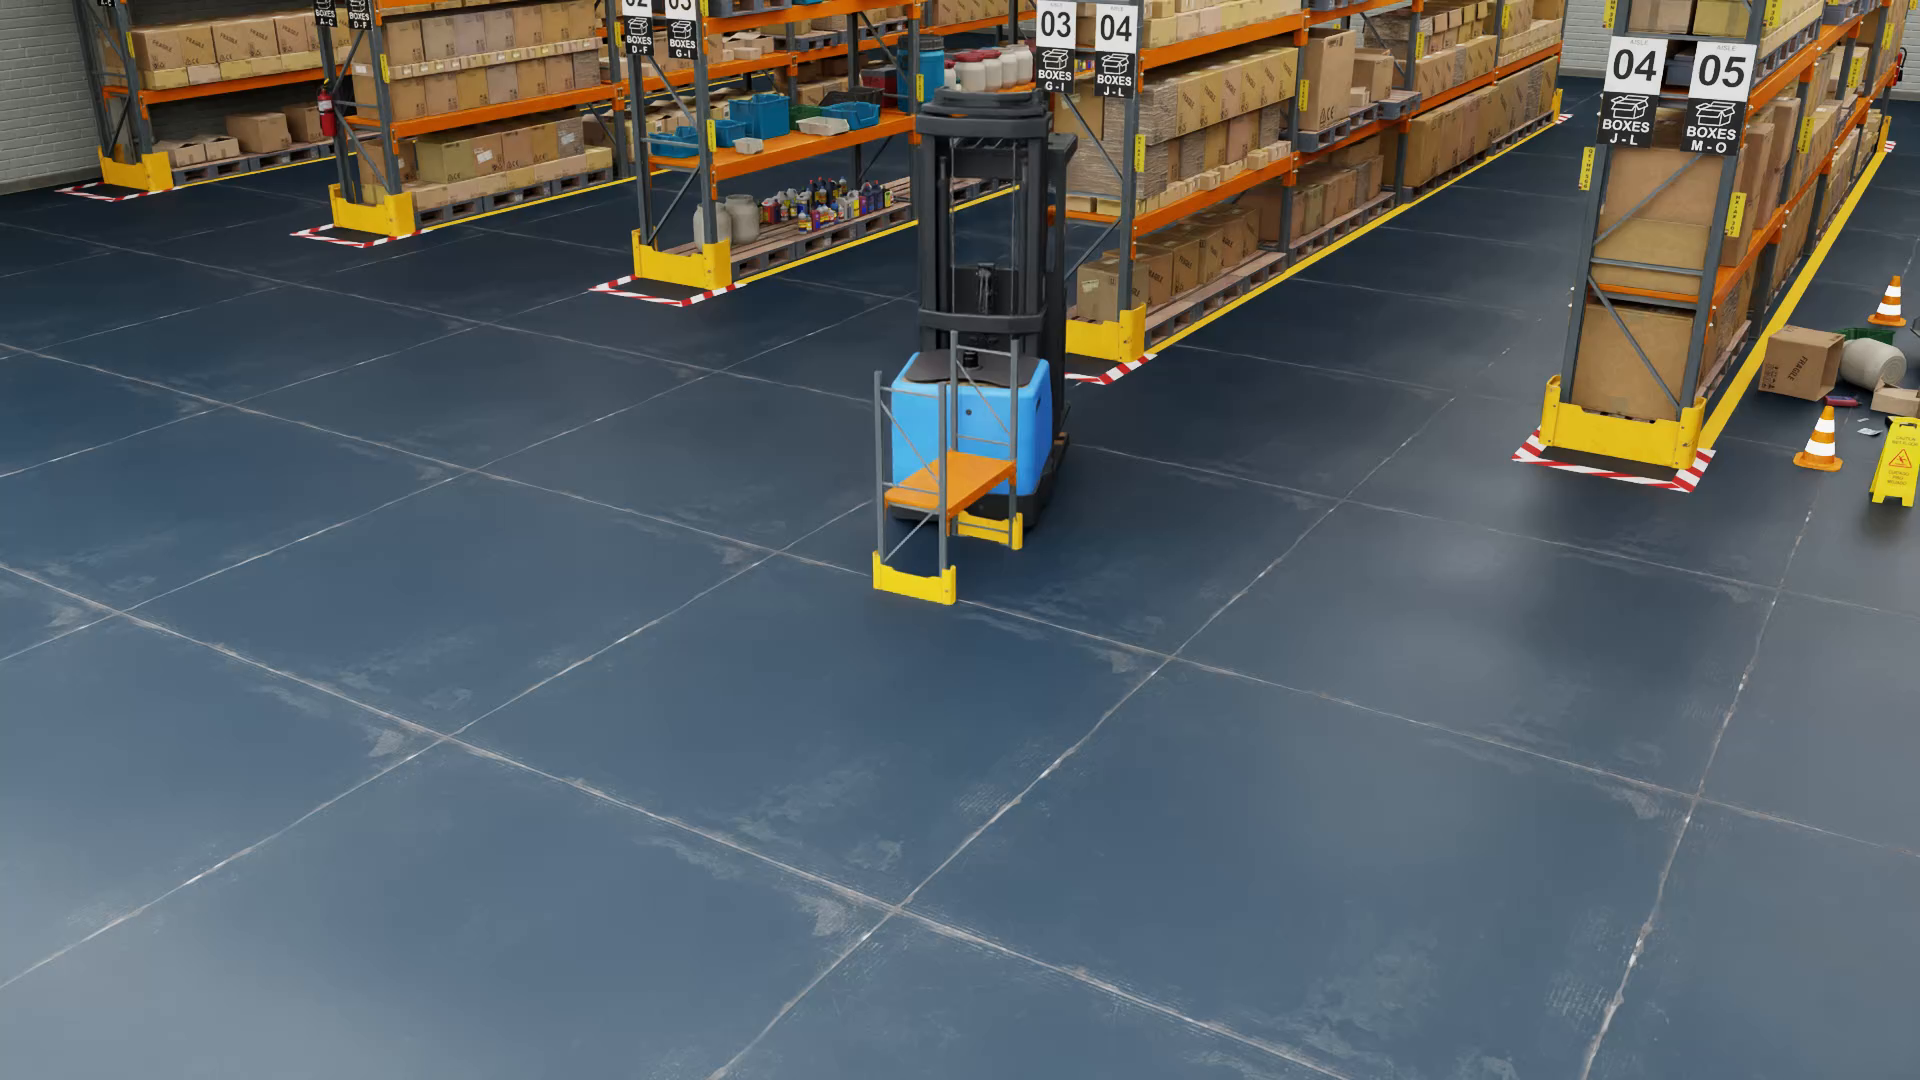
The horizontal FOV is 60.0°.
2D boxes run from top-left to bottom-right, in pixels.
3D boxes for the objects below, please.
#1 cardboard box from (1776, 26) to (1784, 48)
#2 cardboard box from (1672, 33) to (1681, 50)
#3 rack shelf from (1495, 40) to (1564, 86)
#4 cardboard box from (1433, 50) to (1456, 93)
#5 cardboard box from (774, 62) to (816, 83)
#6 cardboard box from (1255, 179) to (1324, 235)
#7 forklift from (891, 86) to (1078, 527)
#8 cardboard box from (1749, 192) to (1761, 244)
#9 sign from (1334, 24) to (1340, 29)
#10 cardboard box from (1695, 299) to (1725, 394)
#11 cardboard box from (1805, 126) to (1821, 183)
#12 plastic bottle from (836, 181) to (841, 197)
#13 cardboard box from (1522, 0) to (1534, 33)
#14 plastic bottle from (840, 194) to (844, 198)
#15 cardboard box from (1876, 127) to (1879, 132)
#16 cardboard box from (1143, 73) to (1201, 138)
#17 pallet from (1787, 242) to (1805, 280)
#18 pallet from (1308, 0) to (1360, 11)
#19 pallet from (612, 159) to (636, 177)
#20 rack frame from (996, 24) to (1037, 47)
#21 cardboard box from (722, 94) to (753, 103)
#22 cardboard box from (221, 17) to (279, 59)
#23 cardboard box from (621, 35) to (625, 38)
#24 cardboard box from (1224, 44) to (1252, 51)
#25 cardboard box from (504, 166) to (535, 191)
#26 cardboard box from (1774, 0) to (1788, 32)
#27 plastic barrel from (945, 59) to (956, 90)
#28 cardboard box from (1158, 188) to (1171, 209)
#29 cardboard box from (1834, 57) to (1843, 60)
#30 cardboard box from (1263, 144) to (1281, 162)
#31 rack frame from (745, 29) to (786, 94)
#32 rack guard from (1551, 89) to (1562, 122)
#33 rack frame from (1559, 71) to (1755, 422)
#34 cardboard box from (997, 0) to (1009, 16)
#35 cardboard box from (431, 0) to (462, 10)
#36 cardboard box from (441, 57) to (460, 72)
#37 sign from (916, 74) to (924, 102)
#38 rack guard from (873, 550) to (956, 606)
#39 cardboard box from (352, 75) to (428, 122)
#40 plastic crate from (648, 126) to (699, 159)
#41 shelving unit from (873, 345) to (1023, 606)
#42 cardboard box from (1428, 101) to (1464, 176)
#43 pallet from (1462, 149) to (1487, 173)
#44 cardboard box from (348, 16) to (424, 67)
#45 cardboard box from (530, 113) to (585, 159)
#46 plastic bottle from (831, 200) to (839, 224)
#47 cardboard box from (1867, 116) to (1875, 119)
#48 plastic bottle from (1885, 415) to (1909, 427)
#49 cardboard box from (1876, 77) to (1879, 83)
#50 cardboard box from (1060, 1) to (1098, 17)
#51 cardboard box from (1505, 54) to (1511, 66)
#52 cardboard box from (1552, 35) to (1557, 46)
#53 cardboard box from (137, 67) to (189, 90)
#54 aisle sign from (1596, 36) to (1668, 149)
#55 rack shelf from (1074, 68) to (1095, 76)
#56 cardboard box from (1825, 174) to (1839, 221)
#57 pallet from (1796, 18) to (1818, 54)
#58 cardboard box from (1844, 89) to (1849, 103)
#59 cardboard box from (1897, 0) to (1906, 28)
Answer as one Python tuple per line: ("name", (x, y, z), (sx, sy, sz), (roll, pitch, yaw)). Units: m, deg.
("cardboard box", (6.157, -3.912, 12.898), (0.380, 0.149, 0.250), (14, 27, 29))
("cardboard box", (5.326, -3.876, 12.813), (0.380, 0.149, 0.250), (14, 27, 29))
("rack shelf", (8.529, -7.576, 26.381), (1.077, 0.370, 4.000), (14, 27, 29))
("cardboard box", (6.389, -6.382, 22.592), (0.500, 0.500, 0.500), (13, 27, 28))
("cardboard box", (-2.730, -7.742, 27.507), (0.500, 0.250, 0.500), (15, 28, 31))
("cardboard box", (3.864, -3.946, 19.682), (0.700, 0.500, 0.500), (14, 27, 29))
("forklift", (0.276, -1.990, 12.658), (1.130, 2.935, 3.031), (4, 24, 10))
("cardboard box", (6.380, -2.852, 14.373), (0.875, 0.550, 0.500), (14, 27, 29))
("sign", (4.891, -6.528, 21.596), (0.100, 0.325, 0.005), (14, 27, 29))
("cardboard box", (6.068, -1.865, 14.429), (0.875, 0.875, 0.875), (13, 27, 28))
("cardboard box", (8.452, -3.963, 17.004), (0.500, 0.500, 0.500), (14, 27, 29))
("plastic bottle", (-1.551, -4.372, 20.939), (0.061, 0.283, 0.133), (14, 27, 29))
("cardboard box", (8.481, -8.092, 25.538), (0.500, 0.500, 0.500), (13, 27, 27))
("plastic bottle", (-1.421, -4.086, 20.278), (0.061, 0.283, 0.133), (14, 27, 29))
("cardboard box", (13.708, -6.291, 25.191), (0.380, 0.149, 0.250), (13, 27, 28))
("cardboard box", (1.935, -4.118, 15.728), (0.500, 0.500, 0.500), (14, 27, 29))
("pallet", (9.045, -3.278, 19.056), (1.003, 0.211, 1.213), (14, 27, 29))
("pallet", (3.670, -6.008, 18.312), (1.213, 0.211, 1.003), (14, 27, 29))
("pallet", (-4.805, -5.586, 24.387), (1.003, 0.211, 1.213), (14, 27, 29))
("rack frame", (1.170, -10.659, 32.595), (1.000, 3.000, 0.127), (14, 27, 29))
("cardboard box", (-3.386, -6.742, 25.774), (0.500, 0.311, 0.500), (13, 27, 28))
("cardboard box", (-10.164, -7.192, 23.808), (0.500, 0.500, 0.500), (15, 27, 31))
("cardboard box", (-5.849, -9.004, 30.951), (0.750, 0.750, 0.750), (15, 27, 31))
("cardboard box", (2.801, -5.074, 17.936), (0.500, 0.500, 0.500), (14, 27, 29))
("cardboard box", (-6.006, -4.830, 22.063), (0.500, 0.250, 0.500), (14, 27, 29))
("cardboard box", (6.044, -4.071, 12.763), (0.500, 0.250, 0.500), (13, 27, 28))
("plastic barrel", (-0.263, -5.909, 21.452), (0.433, 0.535, 0.433), (0, 23, 0))
("cardboard box", (1.790, -3.274, 15.853), (0.380, 0.149, 0.250), (14, 27, 29))
("cardboard box", (10.900, -5.892, 20.624), (0.380, 0.149, 0.250), (13, 26, 27))
("cardboard box", (3.250, -4.199, 17.991), (0.380, 0.149, 0.250), (14, 27, 29))
("rack frame", (-3.053, -7.959, 26.360), (0.949, 2.616, 0.053), (14, 27, 29))
("rack guard", (9.597, -7.442, 28.312), (1.175, 0.500, 0.348), (14, 27, 29))
("rack frame", (5.304, -2.108, 12.843), (1.000, 3.000, 0.127), (14, 27, 29))
("cardboard box", (0.626, -10.153, 31.302), (0.500, 0.500, 0.500), (14, 27, 29))
("cardboard box", (-8.451, -8.474, 26.868), (0.700, 0.500, 0.500), (18, 29, 36))
("cardboard box", (-6.475, -5.948, 20.771), (0.380, 0.149, 0.250), (13, 27, 28))
("sign", (-0.492, -5.577, 20.509), (0.100, 0.325, 0.005), (14, 27, 29))
("rack guard", (-0.300, 0.244, 10.871), (0.587, 0.250, 0.087), (12, 26, 25))
("cardboard box", (-7.013, -5.459, 20.459), (0.700, 0.500, 0.500), (14, 27, 29))
("plastic crate", (-3.054, -4.383, 18.285), (0.499, 0.251, 0.616), (14, 27, 29))
("shelving unit", (-0.069, -0.504, 11.027), (0.587, 1.500, 1.083), (12, 26, 25))
("cardboard box", (6.222, -5.627, 23.118), (1.225, 0.875, 0.875), (14, 27, 29))
("pallet", (7.131, -5.675, 24.594), (1.003, 0.211, 1.213), (14, 27, 29))
("cardboard box", (-6.985, -6.072, 20.243), (0.700, 0.500, 0.500), (14, 27, 29))
("cardboard box", (-5.493, -5.515, 22.702), (0.500, 0.500, 0.500), (14, 27, 29))
("plastic bottle", (-1.502, -3.933, 19.941), (0.097, 0.271, 0.097), (0, 23, 0))
("cardboard box", (13.280, -6.173, 24.544), (0.380, 0.149, 0.250), (13, 26, 27))
("plastic bottle", (7.853, -0.988, 13.956), (0.133, 0.061, 0.283), (5, 24, 11))
("cardboard box", (12.568, -6.435, 23.156), (0.380, 0.149, 0.250), (14, 27, 30))
("cardboard box", (1.025, -4.831, 15.045), (0.380, 0.149, 0.250), (14, 27, 29))
("cardboard box", (8.051, -7.235, 25.003), (0.380, 0.149, 0.250), (13, 27, 27))
("cardboard box", (9.540, -8.189, 27.206), (0.380, 0.149, 0.250), (14, 27, 29))
("cardboard box", (-10.953, -6.334, 22.769), (0.500, 0.250, 0.500), (13, 27, 27))
("aisle sign", (5.012, -3.340, 12.416), (0.394, 0.787, 0.004), (14, 27, 29))
("rack shelf", (2.211, -7.264, 25.660), (1.077, 0.370, 4.000), (14, 27, 29))
("cardboard box", (10.376, -4.209, 20.315), (0.500, 0.500, 0.500), (14, 27, 30))
("pallet", (6.974, -4.520, 14.750), (1.003, 0.211, 1.213), (14, 27, 29))
("cardboard box", (10.630, -5.442, 20.332), (0.380, 0.149, 0.250), (14, 27, 30))
("cardboard box", (13.180, -7.594, 23.758), (0.500, 0.500, 0.500), (15, 28, 32))
